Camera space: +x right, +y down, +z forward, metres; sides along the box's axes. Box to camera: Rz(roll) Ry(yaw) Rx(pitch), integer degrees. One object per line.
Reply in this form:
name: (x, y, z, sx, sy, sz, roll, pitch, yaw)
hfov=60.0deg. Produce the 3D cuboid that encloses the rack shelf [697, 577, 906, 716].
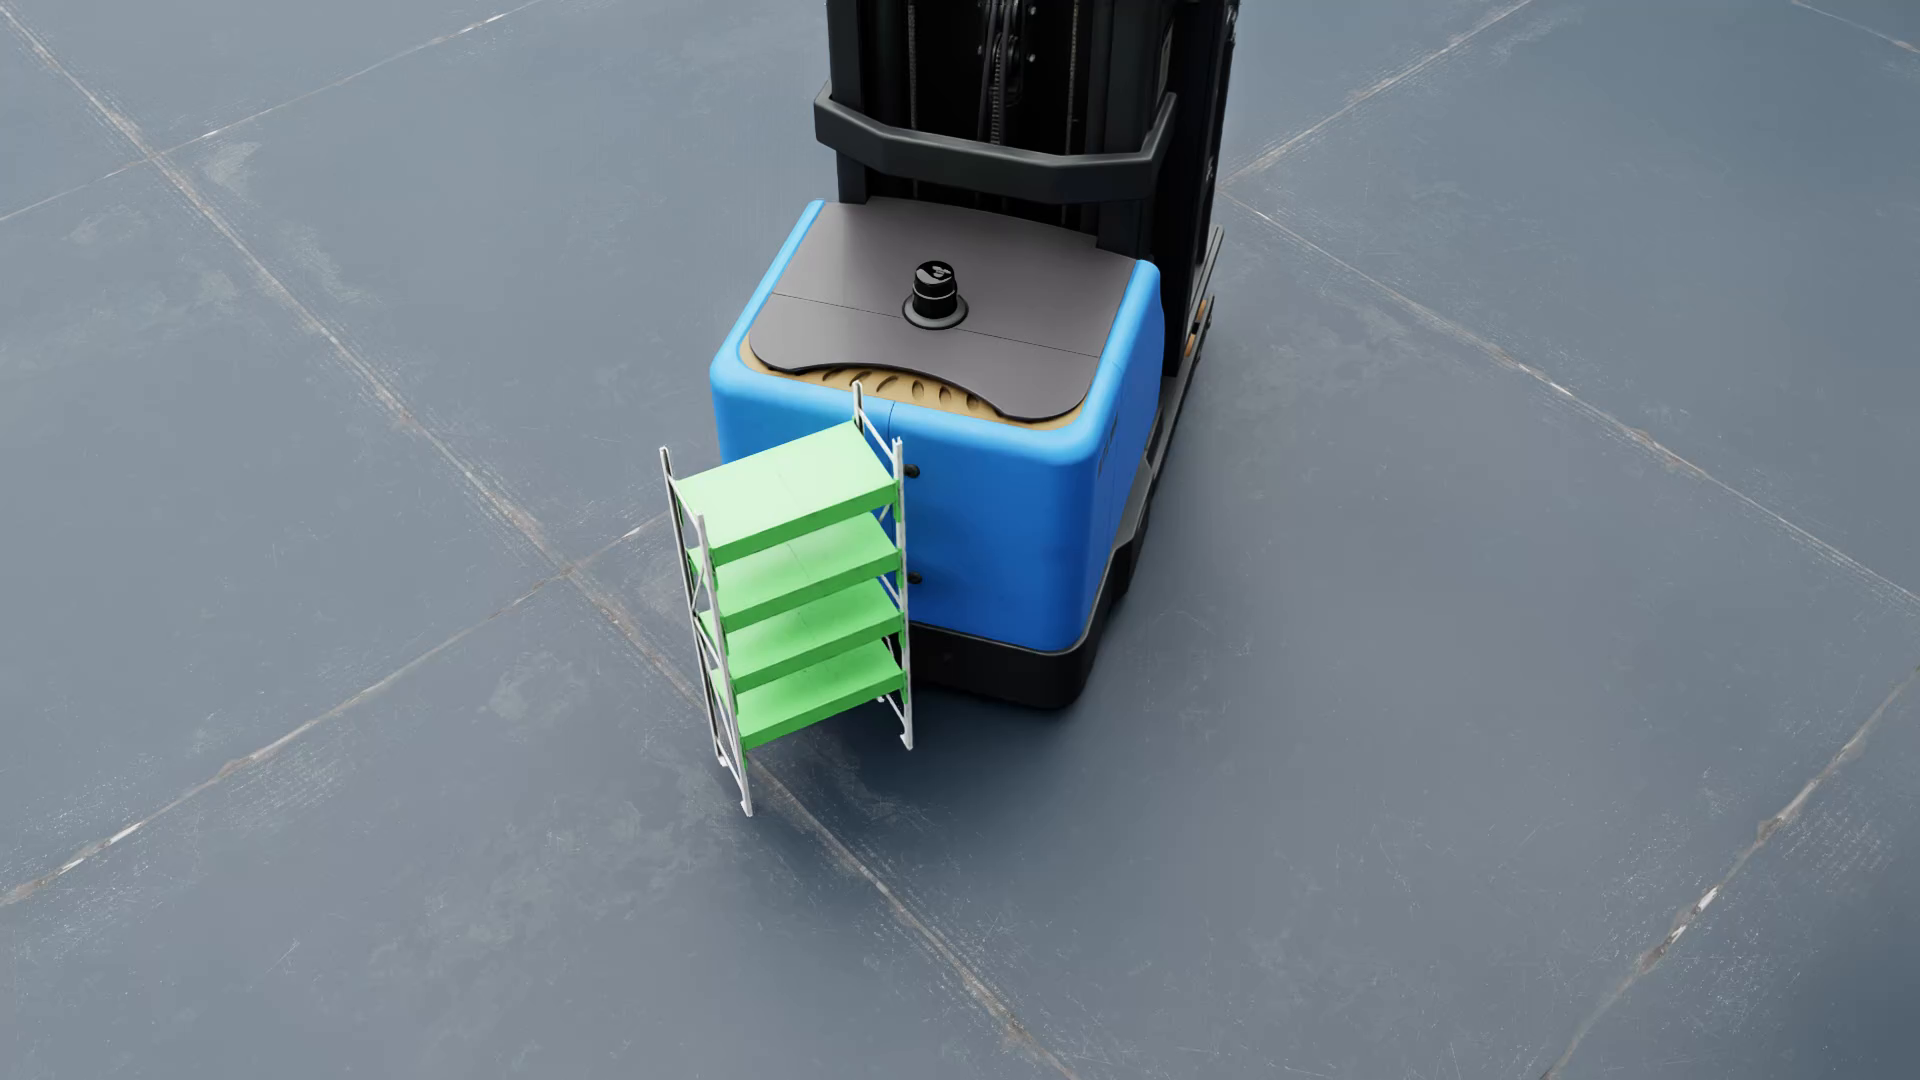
rack shelf: (-0.411, 0.233, 4.305, 0.480, 0.148, 0.258, -21, 51, -18)

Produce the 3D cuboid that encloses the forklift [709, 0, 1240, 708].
forklift: (0.262, -1.625, 4.755, 1.130, 2.935, 3.031, 13, 49, 11)

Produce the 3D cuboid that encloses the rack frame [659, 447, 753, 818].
rack frame: (-0.628, 0.273, 4.182, 0.015, 1.200, 0.240, -21, 51, -18)

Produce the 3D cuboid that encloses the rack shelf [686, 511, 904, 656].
rack shelf: (-0.411, 0.070, 4.129, 0.480, 0.148, 0.258, -21, 51, -18)

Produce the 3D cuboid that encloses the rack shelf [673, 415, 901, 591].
rack shelf: (-0.411, -0.092, 3.953, 0.480, 0.148, 0.258, -21, 51, -18)

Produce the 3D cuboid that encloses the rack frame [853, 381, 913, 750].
rack frame: (-0.194, 0.107, 4.335, 0.015, 1.200, 0.240, -21, 51, -18)

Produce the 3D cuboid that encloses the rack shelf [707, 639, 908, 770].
rack shelf: (-0.411, 0.396, 4.482, 0.480, 0.148, 0.258, -21, 51, -18)

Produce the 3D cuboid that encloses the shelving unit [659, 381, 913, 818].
shelving unit: (-0.411, 0.190, 4.258, 0.503, 1.200, 0.258, -21, 51, -18)
